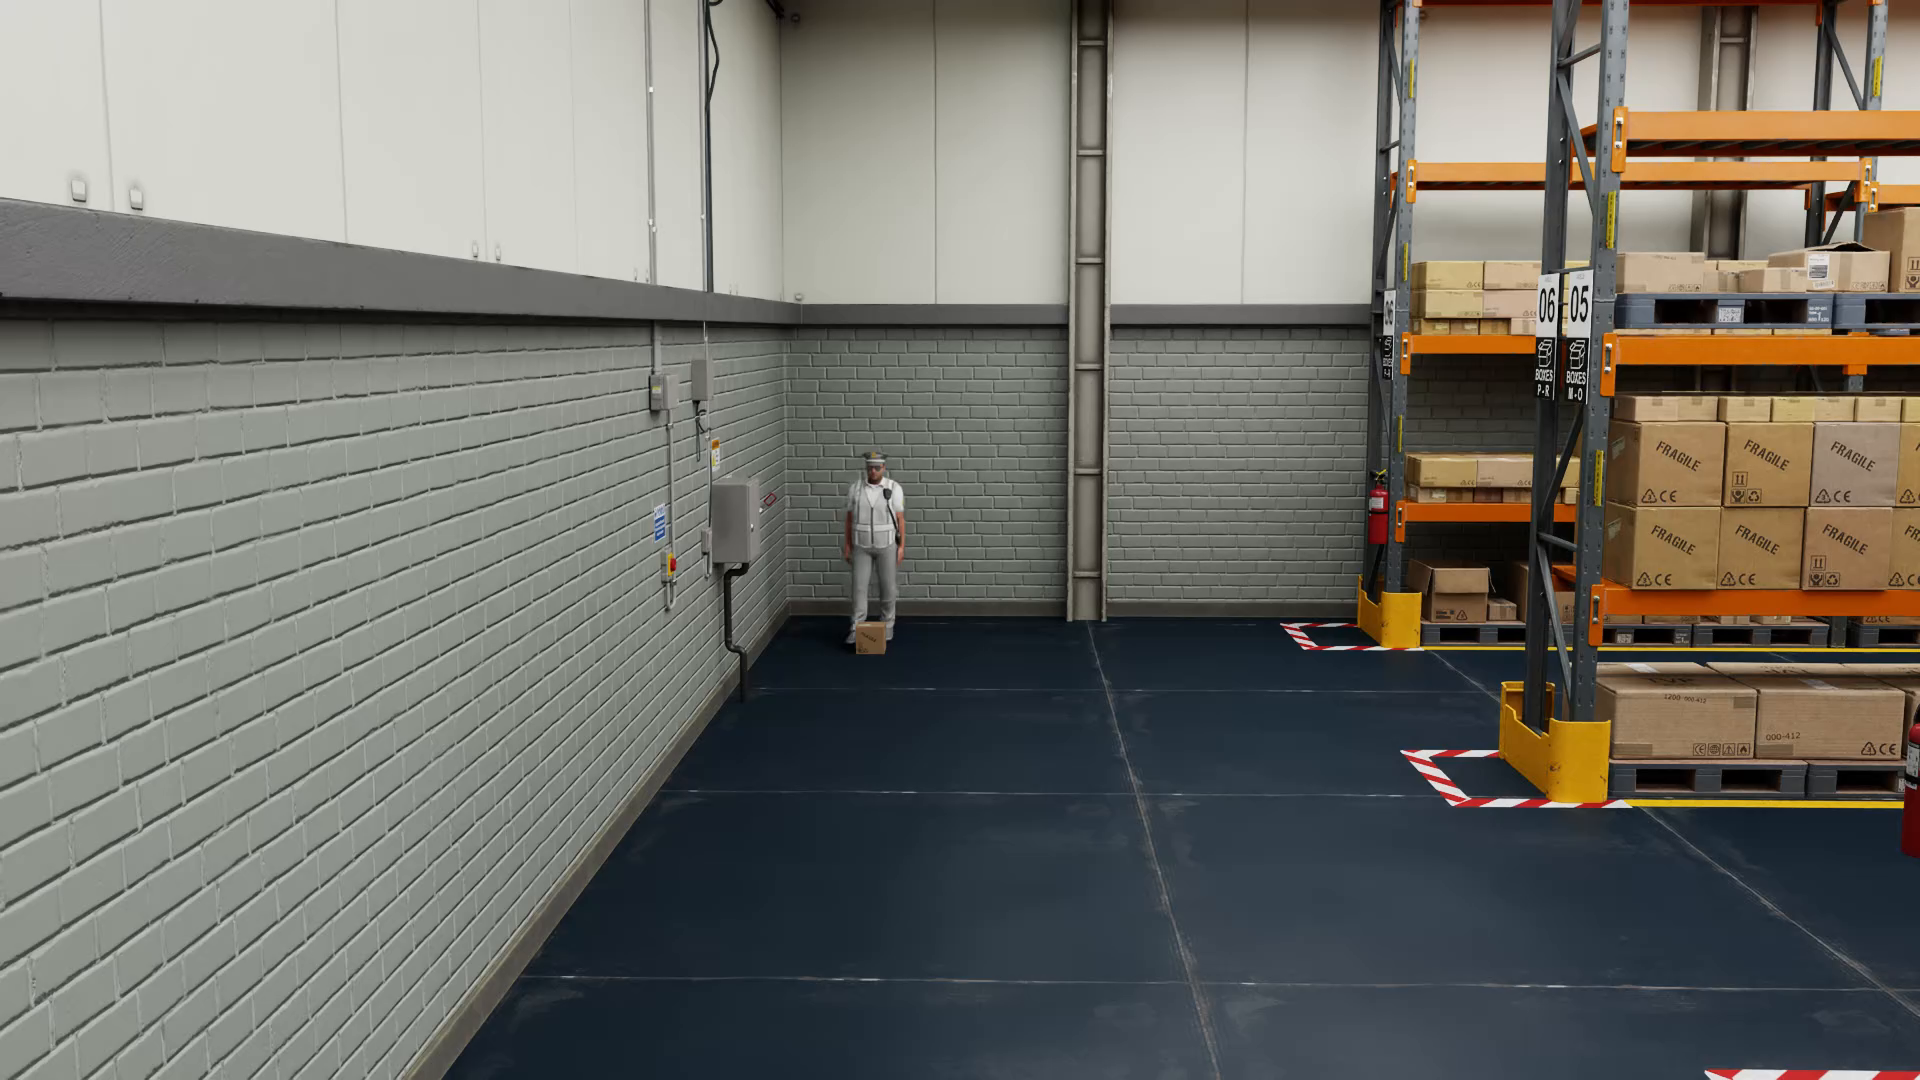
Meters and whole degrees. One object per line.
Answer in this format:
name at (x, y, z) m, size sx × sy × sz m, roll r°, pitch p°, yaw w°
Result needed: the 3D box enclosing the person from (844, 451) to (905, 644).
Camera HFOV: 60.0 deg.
person at (-0.788, 0.061, 15.156) m, size 0.561 × 1.750 × 0.554 m, roll 0°, pitch 7°, yaw 1°
